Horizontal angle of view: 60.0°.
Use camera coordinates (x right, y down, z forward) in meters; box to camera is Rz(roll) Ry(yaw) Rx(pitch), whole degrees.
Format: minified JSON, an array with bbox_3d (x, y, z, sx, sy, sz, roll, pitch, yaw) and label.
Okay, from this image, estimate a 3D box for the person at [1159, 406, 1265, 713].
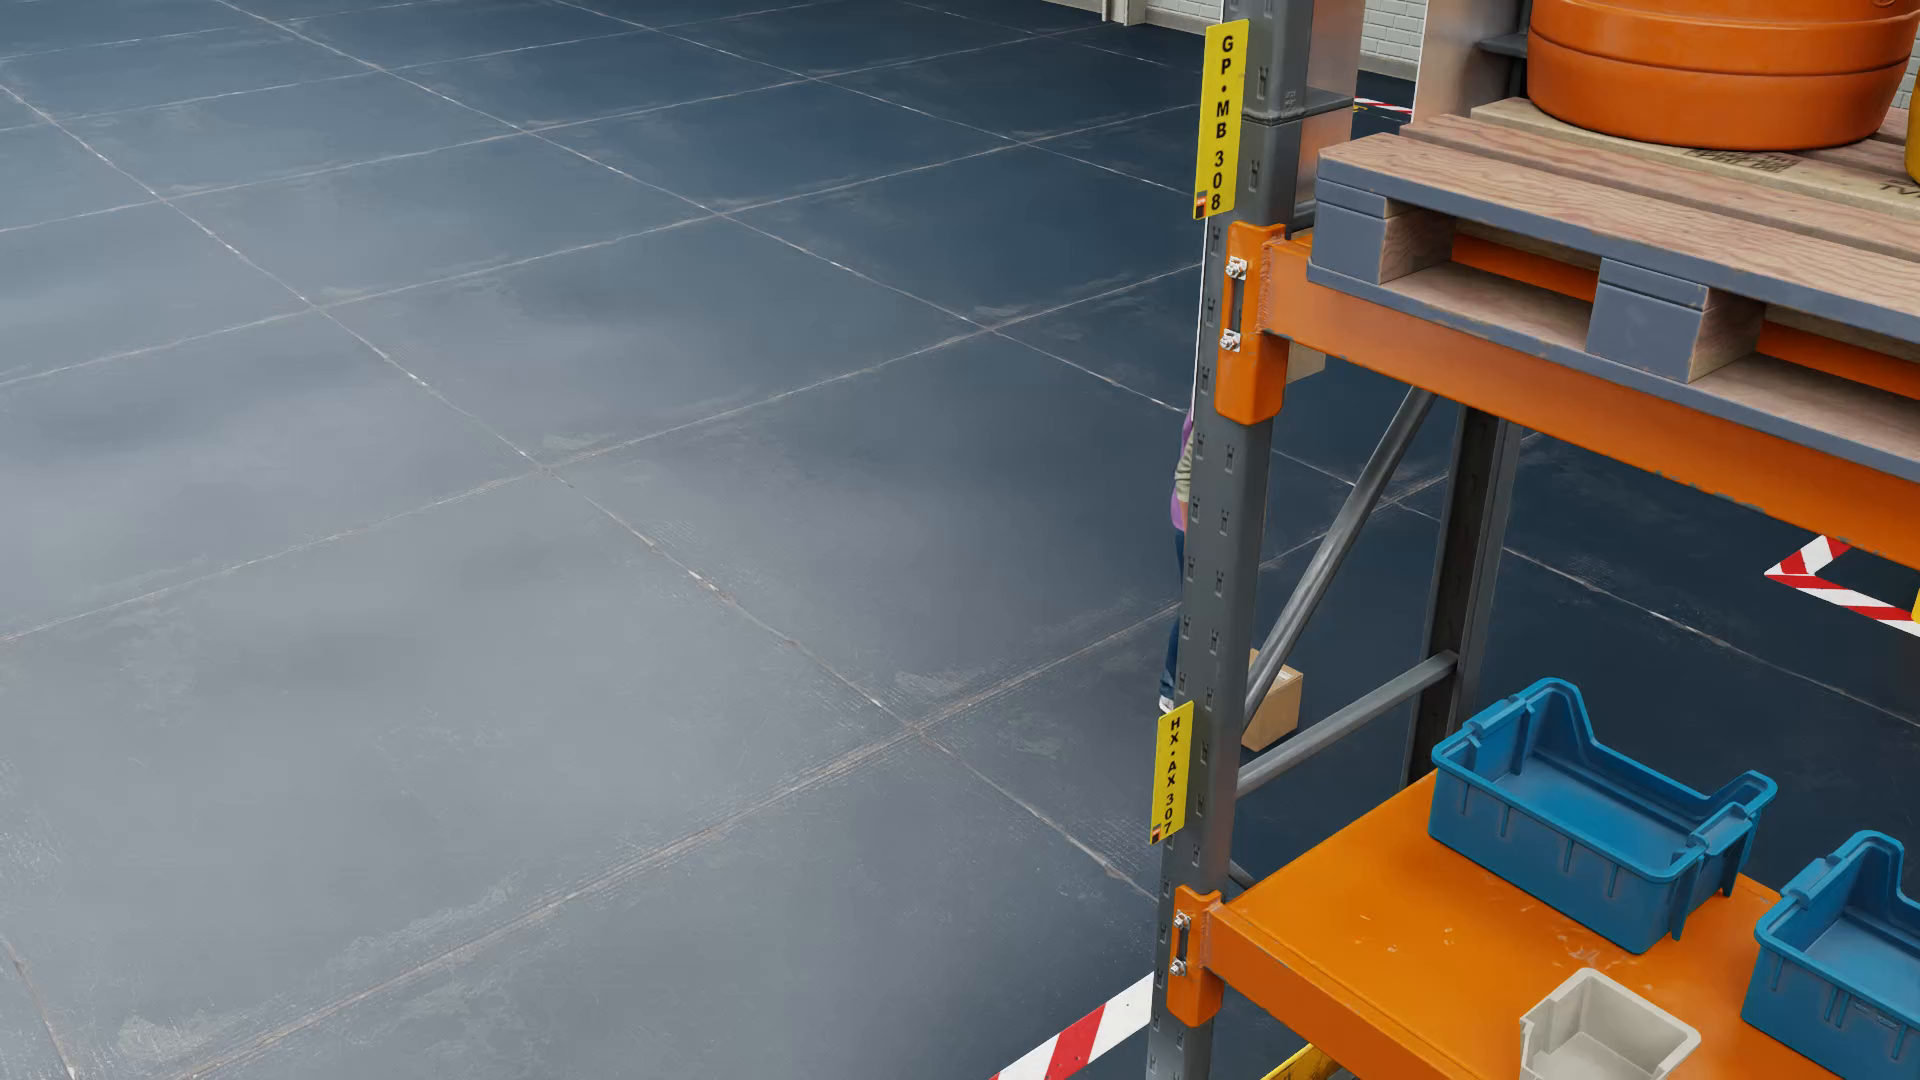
[{"bbox_3d":[0.975,-0.058,6.243,0.479,1.591,0.346,-25,37,-37],"label":"person"}]
